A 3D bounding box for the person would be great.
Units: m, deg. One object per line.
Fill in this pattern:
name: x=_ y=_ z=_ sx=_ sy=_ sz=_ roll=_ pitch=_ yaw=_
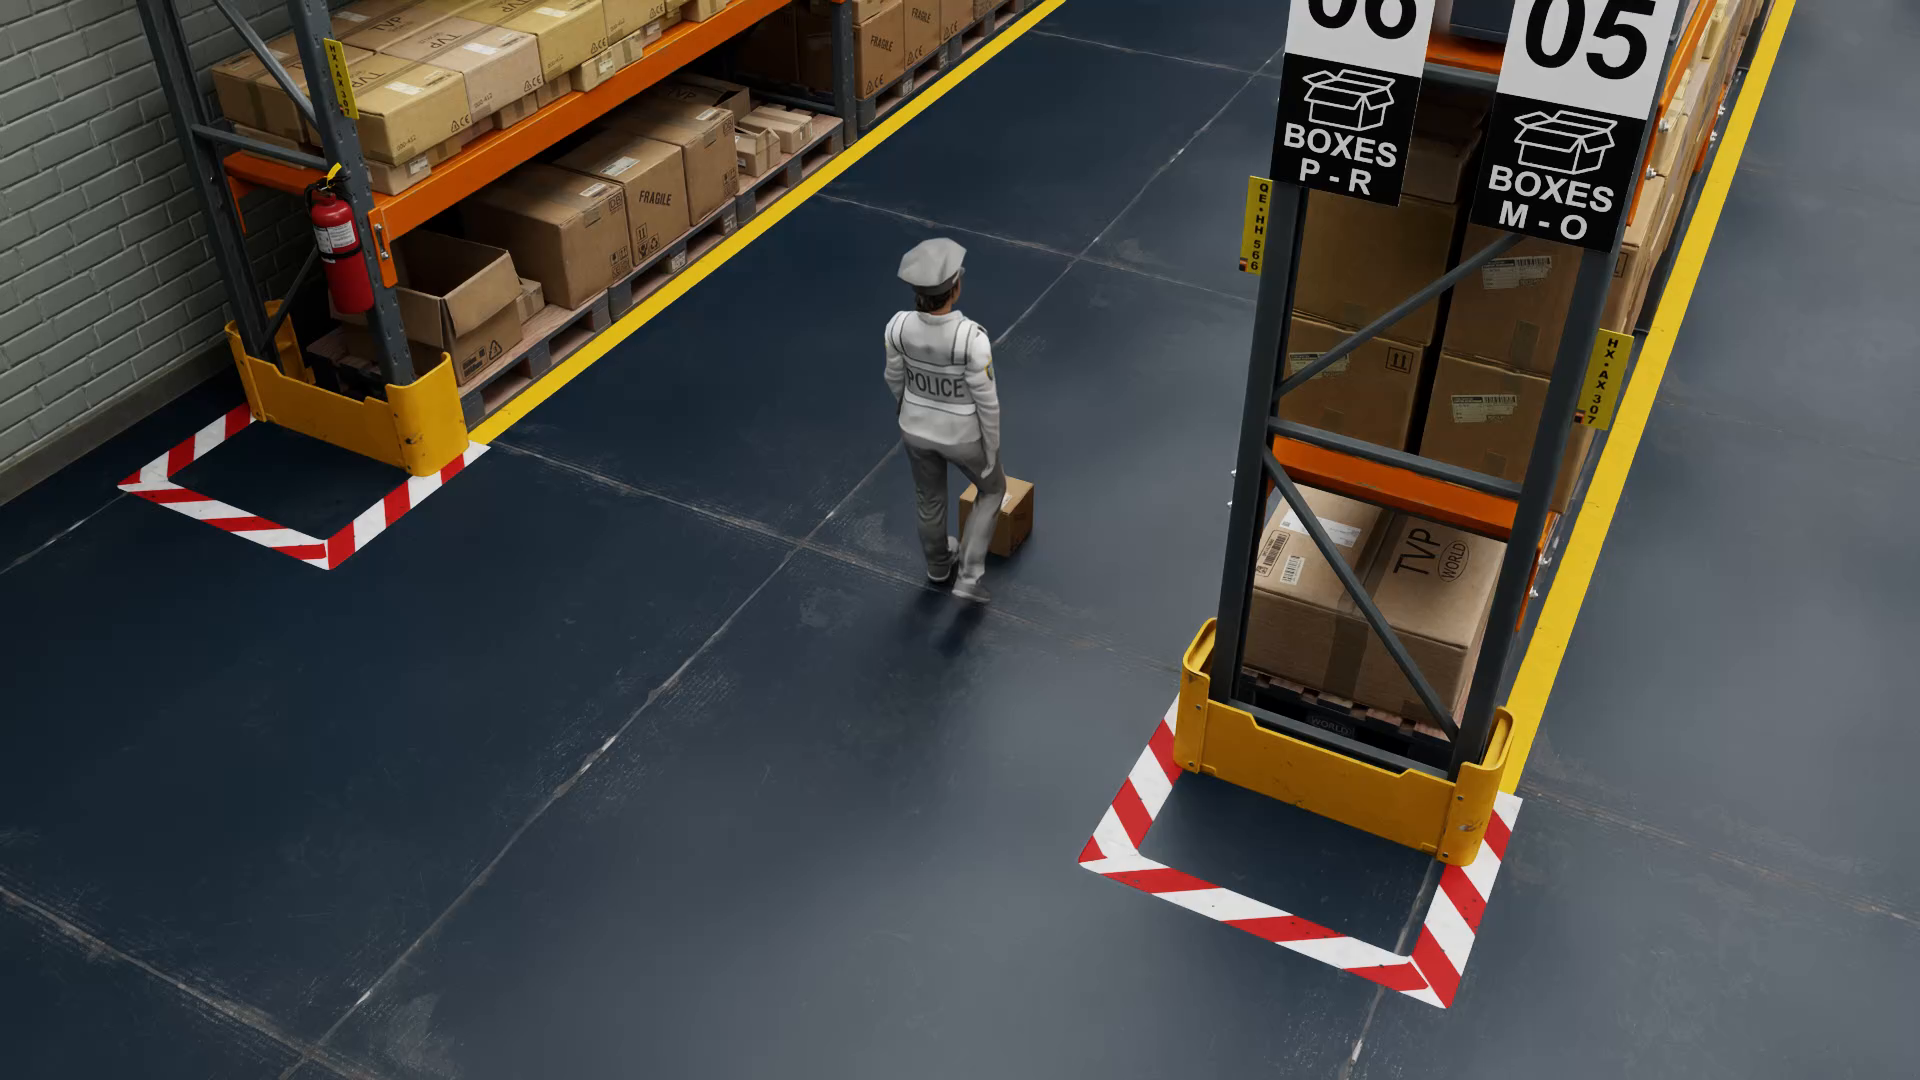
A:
person: x=-0.040 y=-0.467 z=6.711 sx=0.508 sy=1.687 sz=0.508 roll=13 pitch=40 yaw=16
